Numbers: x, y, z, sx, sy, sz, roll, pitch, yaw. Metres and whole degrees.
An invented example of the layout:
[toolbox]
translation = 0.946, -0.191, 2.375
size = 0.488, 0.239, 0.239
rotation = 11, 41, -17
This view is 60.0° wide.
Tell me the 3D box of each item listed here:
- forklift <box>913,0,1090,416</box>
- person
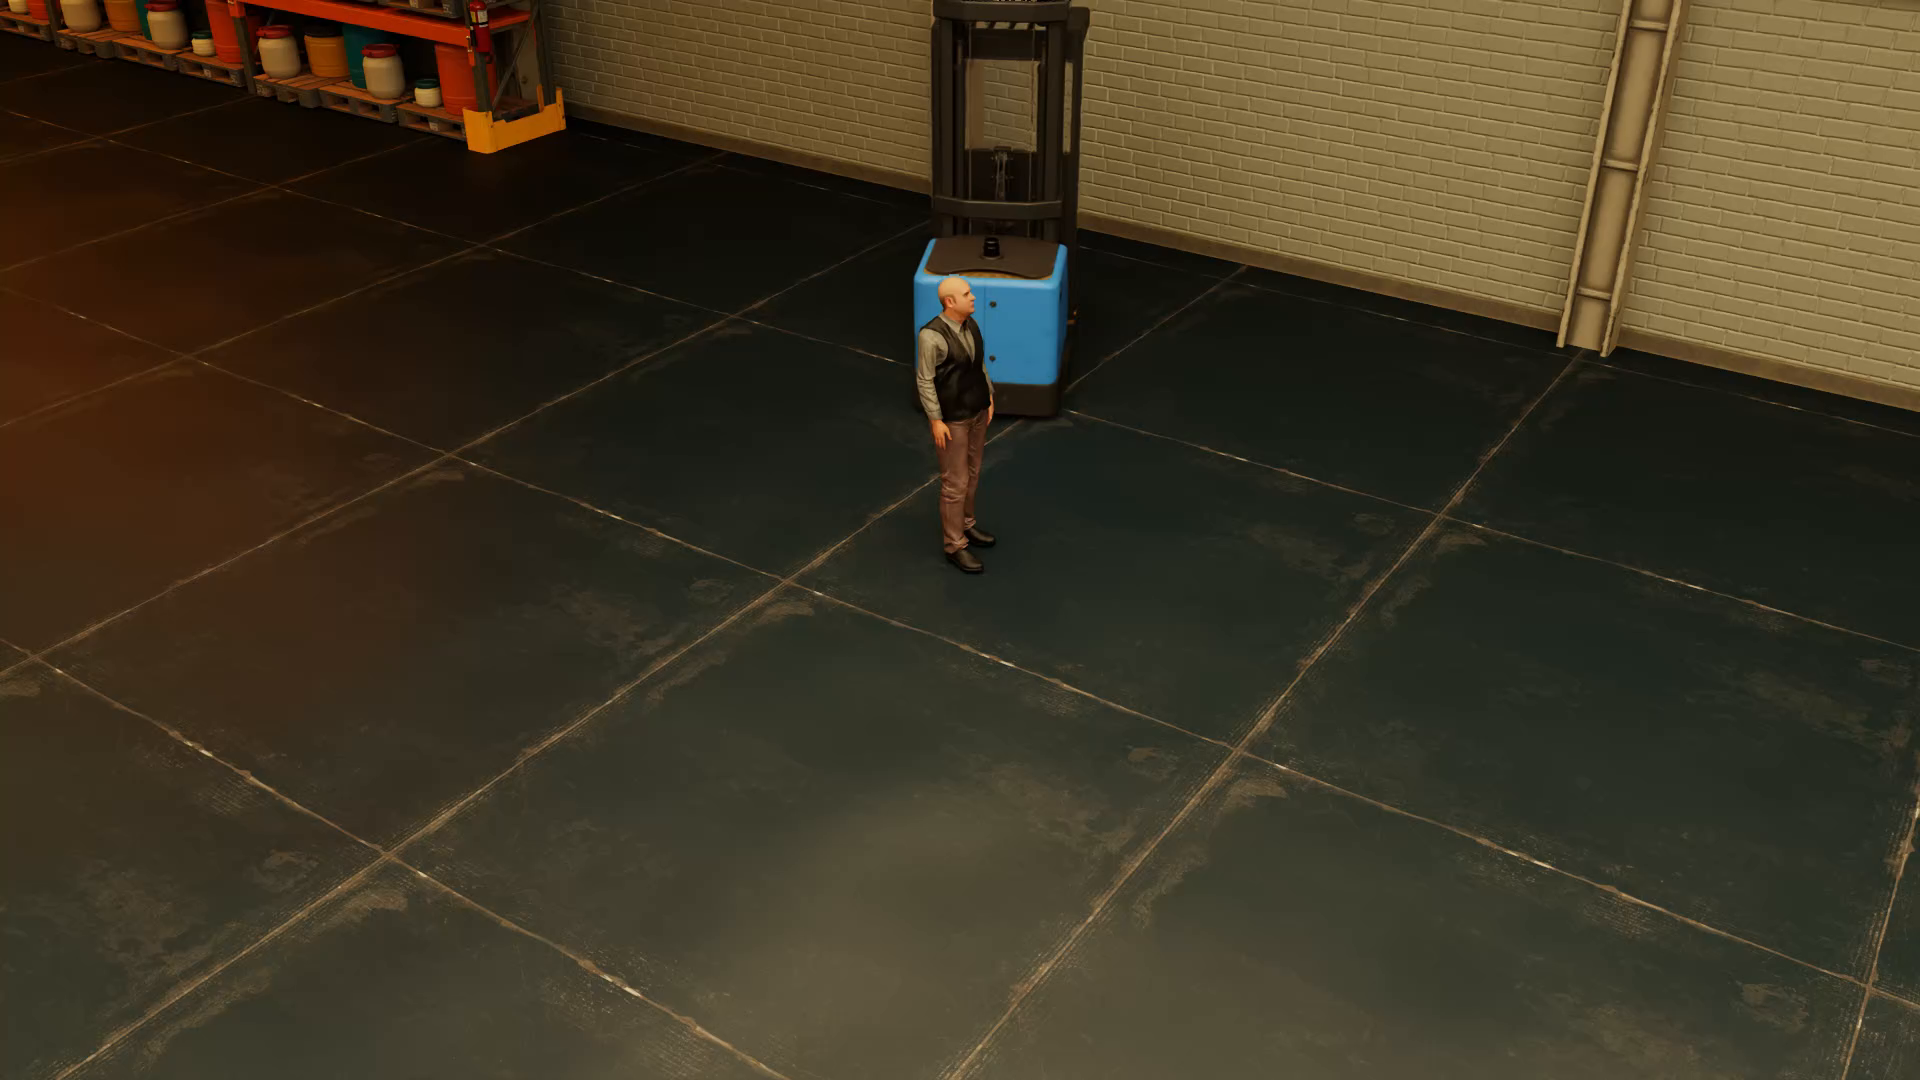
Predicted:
[forklift]
translation = 0.368, -2.871, 12.525
size = 1.130, 2.935, 3.031
rotation = 4, 30, 6
[person]
translation = 0.048, -0.730, 10.029
size = 0.566, 1.722, 0.633
rotation = 19, 35, 29
